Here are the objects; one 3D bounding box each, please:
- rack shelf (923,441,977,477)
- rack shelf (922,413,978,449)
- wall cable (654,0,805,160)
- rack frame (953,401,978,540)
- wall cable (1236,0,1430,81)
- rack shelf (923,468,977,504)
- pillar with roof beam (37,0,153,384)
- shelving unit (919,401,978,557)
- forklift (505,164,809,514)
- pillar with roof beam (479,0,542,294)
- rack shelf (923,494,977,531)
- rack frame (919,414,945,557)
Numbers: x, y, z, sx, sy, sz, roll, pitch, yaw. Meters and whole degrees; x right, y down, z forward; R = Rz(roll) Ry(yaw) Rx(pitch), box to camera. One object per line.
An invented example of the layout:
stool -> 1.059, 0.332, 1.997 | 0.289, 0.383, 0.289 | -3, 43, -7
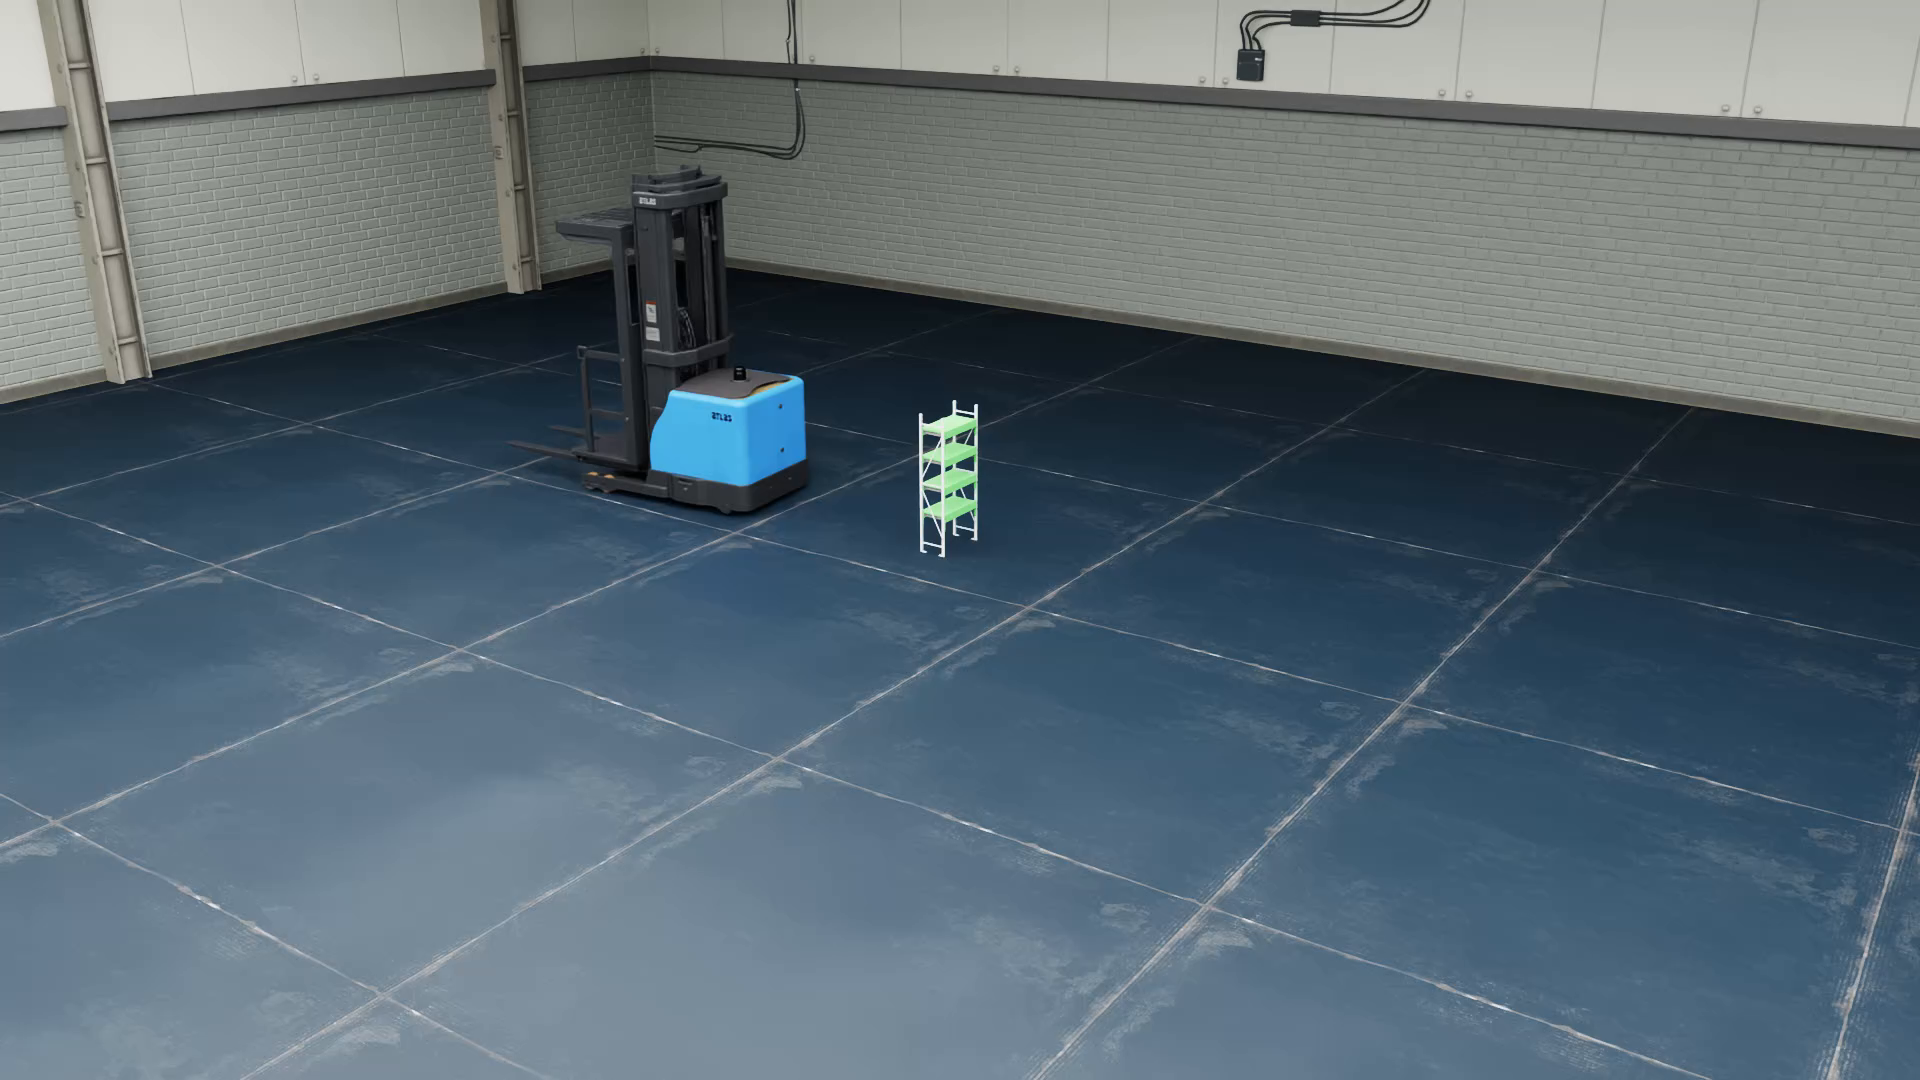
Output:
rack shelf -> -0.093, -0.680, 13.867 | 0.258, 0.148, 0.480 | 13, 24, 32
rack shelf -> -0.093, -0.906, 13.784 | 0.258, 0.148, 0.480 | 13, 24, 32
wall cable -> -3.539, -6.953, 24.566 | 3.097, 2.526, 0.112 | 13, 24, 32
rack frame -> 0.044, -0.585, 14.118 | 0.240, 1.200, 0.015 | 13, 24, 32
wall cable -> 4.304, -8.148, 18.419 | 2.305, 6.003, 0.169 | 13, 24, 32
rack shelf -> -0.093, -0.455, 13.951 | 0.258, 0.148, 0.480 | 13, 24, 32
pillar with roof beam -> -6.101, -5.260, 15.515 | 9.100, 9.000, 0.400 | 13, 24, 32
shelving unit -> -0.093, -0.515, 13.928 | 0.258, 1.200, 0.503 | 13, 24, 32
forklift -> -2.951, -1.959, 15.335 | 3.031, 2.935, 1.130 | 11, 23, 27
pillar with roof beam -> -2.728, -6.982, 20.169 | 9.100, 9.000, 0.400 | 13, 24, 32
rack shelf -> -0.093, -0.230, 14.034 | 0.258, 0.148, 0.480 | 13, 24, 32
rack frame -> -0.230, -0.445, 13.739 | 0.240, 1.200, 0.015 | 13, 24, 32
